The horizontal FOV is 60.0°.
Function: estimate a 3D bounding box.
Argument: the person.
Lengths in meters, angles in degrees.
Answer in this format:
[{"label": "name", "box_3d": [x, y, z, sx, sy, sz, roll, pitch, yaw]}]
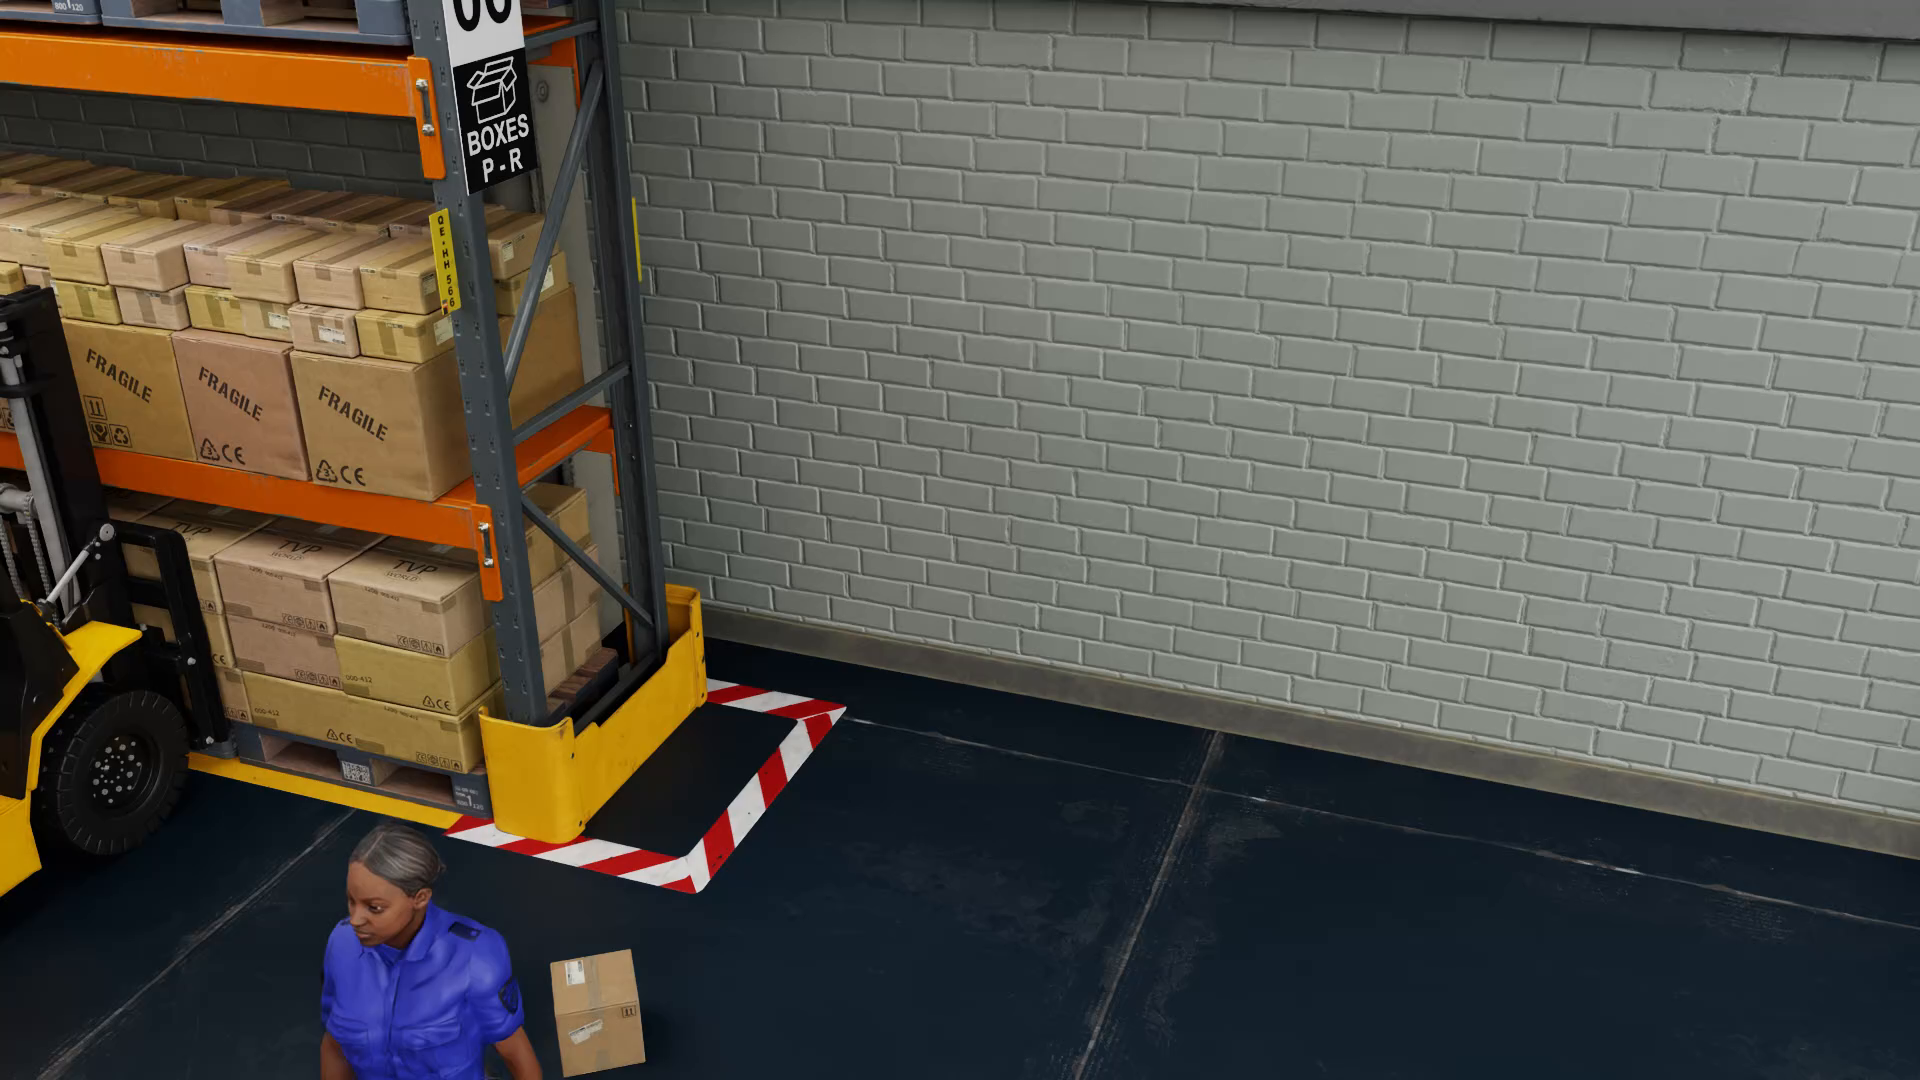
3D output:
[{"label": "person", "box_3d": [-1.187, 1.386, 3.786, 0.497, 1.723, 0.496, 7, 27, 15]}]
